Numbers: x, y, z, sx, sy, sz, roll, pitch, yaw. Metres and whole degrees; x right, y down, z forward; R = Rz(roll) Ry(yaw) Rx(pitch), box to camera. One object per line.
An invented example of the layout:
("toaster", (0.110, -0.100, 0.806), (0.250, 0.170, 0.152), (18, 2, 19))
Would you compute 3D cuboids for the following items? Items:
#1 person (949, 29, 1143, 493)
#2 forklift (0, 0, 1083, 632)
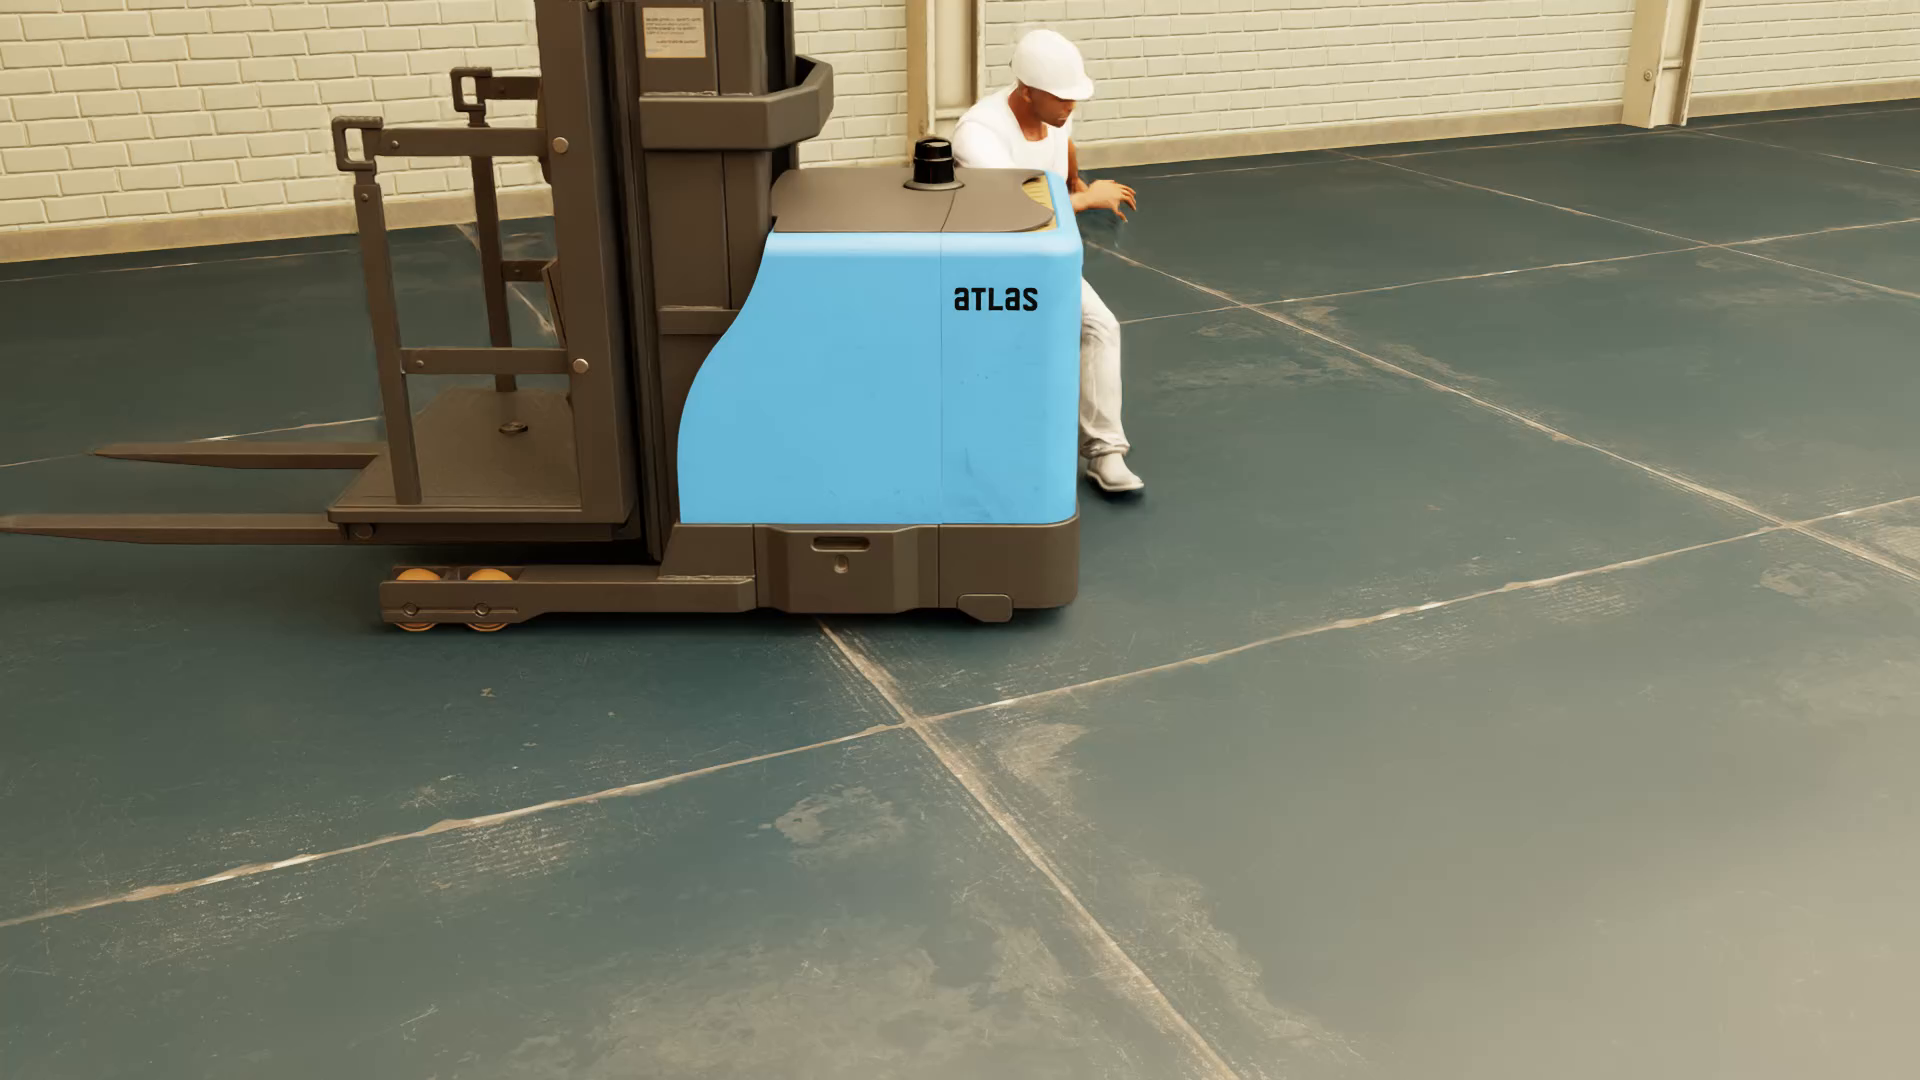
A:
("person", (0.410, -0.952, 5.583), (0.949, 1.489, 1.100), (19, 29, 38))
("forklift", (-1.188, -1.308, 4.434), (3.031, 2.935, 1.130), (0, 23, 0))
